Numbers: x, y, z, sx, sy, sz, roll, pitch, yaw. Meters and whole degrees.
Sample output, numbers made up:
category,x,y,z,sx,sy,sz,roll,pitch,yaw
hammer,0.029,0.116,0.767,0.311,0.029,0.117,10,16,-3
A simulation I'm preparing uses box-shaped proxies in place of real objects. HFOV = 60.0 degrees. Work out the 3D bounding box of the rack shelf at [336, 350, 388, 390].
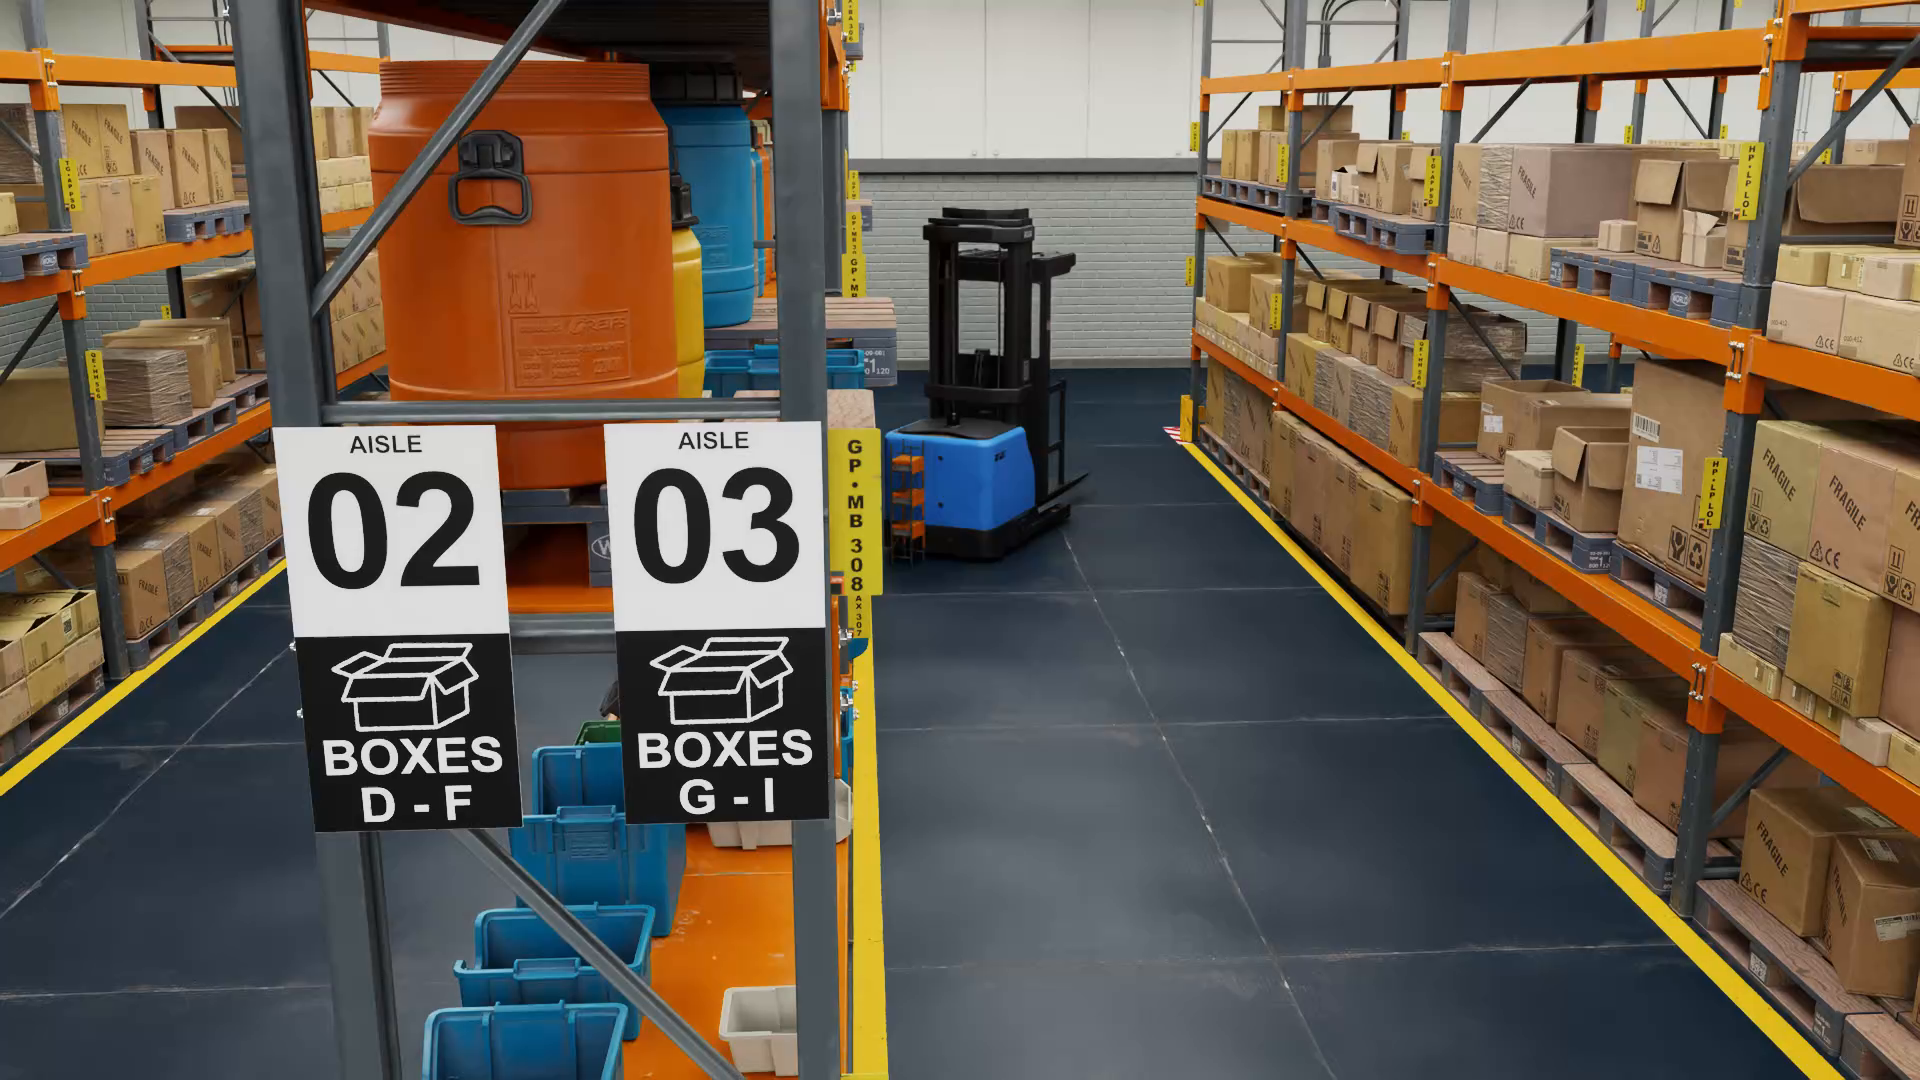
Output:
category,x,y,z,sx,sy,sz,roll,pitch,yaw
rack shelf,-6.560,-1.645,16.844,1.077,0.370,4.000,-1,14,-3

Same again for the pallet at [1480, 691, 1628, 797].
category,x,y,z,sx,sy,sz,roll,pitch,yaw
pallet,3.819,1.194,9.961,1.003,0.211,1.213,-1,14,-3

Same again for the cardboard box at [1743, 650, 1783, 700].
category,x,y,z,sx,sy,sz,roll,pitch,yaw
cardboard box,3.663,0.584,7.242,0.380,0.149,0.250,-1,14,-3

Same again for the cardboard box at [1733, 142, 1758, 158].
category,x,y,z,sx,sy,sz,roll,pitch,yaw
cardboard box,8.010,-3.909,16.679,0.380,0.149,0.250,-1,14,-4

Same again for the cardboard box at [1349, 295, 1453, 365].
category,x,y,z,sx,sy,sz,roll,pitch,yaw
cardboard box,3.584,-1.698,13.393,0.797,0.503,0.637,0,14,-2

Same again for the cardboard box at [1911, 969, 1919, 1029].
category,x,y,z,sx,sy,sz,roll,pitch,yaw
cardboard box,4.092,1.744,6.400,0.500,0.500,0.500,-2,15,-8

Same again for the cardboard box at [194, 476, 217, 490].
category,x,y,z,sx,sy,sz,roll,pitch,yaw
cardboard box,-6.605,-0.242,14.080,0.500,0.500,0.500,-1,14,-3

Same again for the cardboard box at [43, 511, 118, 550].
category,x,y,z,sx,sy,sz,roll,pitch,yaw
cardboard box,-6.488,-0.110,12.062,0.500,0.250,0.500,0,14,-1

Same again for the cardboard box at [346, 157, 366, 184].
category,x,y,z,sx,sy,sz,roll,pitch,yaw
cardboard box,-6.339,-3.740,16.822,0.500,0.250,0.500,-1,14,-3

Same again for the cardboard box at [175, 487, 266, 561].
category,x,y,z,sx,sy,sz,roll,pitch,yaw
cardboard box,-6.067,-0.132,13.655,0.500,0.500,0.500,-1,14,-3

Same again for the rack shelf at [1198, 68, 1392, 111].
category,x,y,z,sx,sy,sz,roll,pitch,yaw
rack shelf,3.327,-4.509,16.737,1.077,0.370,4.000,-1,14,-3

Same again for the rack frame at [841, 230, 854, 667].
category,x,y,z,sx,sy,sz,roll,pitch,yaw
rack frame,-1.244,-0.577,11.248,1.000,3.000,0.127,-1,14,-3

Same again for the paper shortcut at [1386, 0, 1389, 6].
category,x,y,z,sx,sy,sz,roll,pitch,yaw
paper shortcut,3.093,-3.946,12.025,0.009,0.170,0.078,9,-17,-6

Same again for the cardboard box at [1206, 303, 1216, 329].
category,x,y,z,sx,sy,sz,roll,pitch,yaw
cardboard box,3.003,-2.461,18.277,0.500,0.250,0.500,-1,14,-4

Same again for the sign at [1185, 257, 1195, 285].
category,x,y,z,sx,sy,sz,roll,pitch,yaw
sign,2.649,-3.093,19.133,0.100,0.325,0.005,-1,14,-3

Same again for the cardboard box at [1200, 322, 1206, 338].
category,x,y,z,sx,sy,sz,roll,pitch,yaw
cardboard box,2.913,-2.364,18.698,0.380,0.149,0.250,-1,14,-4

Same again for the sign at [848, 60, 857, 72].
category,x,y,z,sx,sy,sz,roll,pitch,yaw
sign,-1.192,-5.328,18.322,0.100,0.325,0.005,-1,14,-3

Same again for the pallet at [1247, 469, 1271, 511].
category,x,y,z,sx,sy,sz,roll,pitch,yaw
pallet,3.482,-0.488,16.499,1.003,0.211,1.213,-1,14,-3

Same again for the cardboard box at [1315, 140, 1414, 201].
category,x,y,z,sx,sy,sz,roll,pitch,yaw
cardboard box,3.497,-3.208,14.413,0.700,0.500,0.500,-1,14,-2

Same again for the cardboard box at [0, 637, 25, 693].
category,x,y,z,sx,sy,sz,roll,pitch,yaw
cardboard box,-5.843,0.737,9.693,0.500,0.311,0.500,-1,14,-4

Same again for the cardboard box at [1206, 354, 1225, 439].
category,x,y,z,sx,sy,sz,roll,pitch,yaw
cardboard box,3.323,-1.659,18.877,0.875,0.875,0.875,-1,14,-3

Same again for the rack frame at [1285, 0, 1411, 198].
category,x,y,z,sx,sy,sz,roll,pitch,yaw
rack frame,3.451,-4.553,14.664,1.000,3.000,0.127,-1,14,-3

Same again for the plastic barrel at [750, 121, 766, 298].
category,x,y,z,sx,sy,sz,roll,pitch,yaw
plastic barrel,-1.326,-1.726,8.688,0.600,0.901,0.708,-1,14,-3

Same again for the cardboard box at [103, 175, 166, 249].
category,x,y,z,sx,sy,sz,roll,pitch,yaw
cardboard box,-6.313,-2.366,11.983,0.910,0.500,0.500,-1,14,-3

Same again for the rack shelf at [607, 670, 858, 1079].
category,x,y,z,sx,sy,sz,roll,pitch,yaw
rack shelf,-0.873,1.264,5.538,1.077,0.370,4.000,-1,14,-3

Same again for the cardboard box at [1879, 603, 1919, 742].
category,x,y,z,sx,sy,sz,roll,pitch,yaw
cardboard box,4.040,0.510,6.228,0.875,0.500,0.500,-1,14,-3

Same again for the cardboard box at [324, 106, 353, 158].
category,x,y,z,sx,sy,sz,roll,pitch,yaw
cardboard box,-6.552,-4.100,16.715,0.700,0.500,0.500,-1,14,-3

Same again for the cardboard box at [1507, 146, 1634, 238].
category,x,y,z,sx,sy,sz,roll,pitch,yaw
cardboard box,3.537,-2.024,9.651,0.500,0.500,0.500,-1,14,-5

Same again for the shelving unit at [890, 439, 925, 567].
category,x,y,z,sx,sy,sz,roll,pitch,yaw
shelving unit,-0.445,-0.317,14.153,0.215,1.050,0.252,6,16,23

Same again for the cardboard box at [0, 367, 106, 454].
category,x,y,z,sx,sy,sz,roll,pitch,yaw
cardboard box,-6.340,-0.908,11.492,0.700,0.500,0.500,-6,16,-22

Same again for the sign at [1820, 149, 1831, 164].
category,x,y,z,sx,sy,sz,roll,pitch,yaw
sign,7.867,-3.392,15.133,0.100,0.325,0.005,-1,14,-3

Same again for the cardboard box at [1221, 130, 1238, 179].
category,x,y,z,sx,sy,sz,roll,pitch,yaw
cardboard box,3.204,-4.125,17.776,0.700,0.500,0.500,-1,14,-5

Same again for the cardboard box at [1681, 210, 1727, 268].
category,x,y,z,sx,sy,sz,roll,pitch,yaw
cardboard box,3.789,-1.482,8.172,0.396,0.266,0.258,0,14,-1

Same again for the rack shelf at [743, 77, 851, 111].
category,x,y,z,sx,sy,sz,roll,pitch,yaw
rack shelf,-1.616,-4.432,16.439,1.077,0.370,4.000,-1,14,-3

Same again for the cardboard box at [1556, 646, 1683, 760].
category,x,y,z,sx,sy,sz,roll,pitch,yaw
cardboard box,3.885,0.928,9.533,0.700,0.500,0.500,-2,15,-8

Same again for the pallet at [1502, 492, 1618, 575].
category,x,y,z,sx,sy,sz,roll,pitch,yaw
pallet,3.863,-0.069,9.658,1.003,0.211,1.213,-1,14,-3

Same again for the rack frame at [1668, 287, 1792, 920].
category,x,y,z,sx,sy,sz,roll,pitch,yaw
rack frame,3.947,0.342,7.679,1.000,3.000,0.127,-1,14,-3

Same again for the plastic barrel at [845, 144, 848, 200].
category,x,y,z,sx,sy,sz,roll,pitch,yaw
plastic barrel,-1.233,-3.095,13.795,0.600,0.588,0.600,0,14,0

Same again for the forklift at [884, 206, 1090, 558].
category,x,y,z,sx,sy,sz,roll,pitch,yaw
forklift,0.392,-1.585,15.305,1.130,2.935,3.031,6,16,23

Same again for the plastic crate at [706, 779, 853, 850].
category,x,y,z,sx,sy,sz,roll,pitch,yaw
plastic crate,-0.643,0.946,5.860,0.530,0.136,0.437,-1,14,-3

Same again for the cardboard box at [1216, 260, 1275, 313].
category,x,y,z,sx,sy,sz,roll,pitch,yaw
cardboard box,3.033,-2.701,17.702,0.500,0.500,0.500,-1,14,-5

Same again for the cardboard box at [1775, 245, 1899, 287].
category,x,y,z,sx,sy,sz,roll,pitch,yaw
cardboard box,3.660,-1.146,6.941,0.380,0.149,0.250,-1,14,-5

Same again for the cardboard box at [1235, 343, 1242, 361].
category,x,y,z,sx,sy,sz,roll,pitch,yaw
cardboard box,3.025,-1.917,16.960,0.380,0.149,0.250,-1,14,-4

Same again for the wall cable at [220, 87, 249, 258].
category,x,y,z,sx,sy,sz,roll,pitch,yaw
wall cable,-11.622,-5.227,23.514,3.097,2.526,0.112,-1,14,-3

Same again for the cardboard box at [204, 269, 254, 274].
category,x,y,z,sx,sy,sz,roll,pitch,yaw
cardboard box,-6.760,-2.278,15.652,0.500,0.500,0.500,-1,14,-5

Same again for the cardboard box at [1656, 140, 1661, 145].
category,x,y,z,sx,sy,sz,roll,pitch,yaw
cardboard box,7.951,-4.362,18.437,0.380,0.149,0.250,0,14,-1

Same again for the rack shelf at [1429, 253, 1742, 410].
category,x,y,z,sx,sy,sz,roll,pitch,yaw
rack shelf,3.823,-1.260,9.328,1.077,0.370,4.000,-1,14,-3

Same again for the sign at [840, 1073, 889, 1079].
category,x,y,z,sx,sy,sz,roll,pitch,yaw
sign,-0.199,1.271,3.509,0.100,0.325,0.005,-1,14,-3

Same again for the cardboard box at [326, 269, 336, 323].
category,x,y,z,sx,sy,sz,roll,pitch,yaw
cardboard box,-6.217,-2.278,15.655,0.500,0.500,0.500,-1,14,-5

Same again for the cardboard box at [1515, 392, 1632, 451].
category,x,y,z,sx,sy,sz,roll,pitch,yaw
cardboard box,3.907,-0.634,10.427,0.700,0.500,0.500,1,14,5

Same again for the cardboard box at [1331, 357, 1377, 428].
category,x,y,z,sx,sy,sz,roll,pitch,yaw
cardboard box,3.330,-1.200,13.471,0.500,0.500,0.500,-1,14,-2

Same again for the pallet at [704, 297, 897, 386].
category,x,y,z,sx,sy,sz,roll,pitch,yaw
pallet,-0.854,-0.765,6.340,1.213,0.211,1.003,-1,14,-3

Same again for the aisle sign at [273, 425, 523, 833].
category,x,y,z,sx,sy,sz,roll,pitch,yaw
aisle sign,-1.041,0.176,3.104,0.394,0.787,0.004,-1,14,-3

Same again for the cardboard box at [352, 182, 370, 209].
category,x,y,z,sx,sy,sz,roll,pitch,yaw
cardboard box,-6.325,-3.498,16.885,0.500,0.250,0.500,-1,14,-3

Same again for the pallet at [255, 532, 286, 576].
category,x,y,z,sx,sy,sz,roll,pitch,yaw
pallet,-6.348,0.056,14.384,1.003,0.211,1.213,-1,14,-3

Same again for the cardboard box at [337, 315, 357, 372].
category,x,y,z,sx,sy,sz,roll,pitch,yaw
cardboard box,-6.260,-1.927,16.296,0.500,0.500,0.500,-1,14,-4
